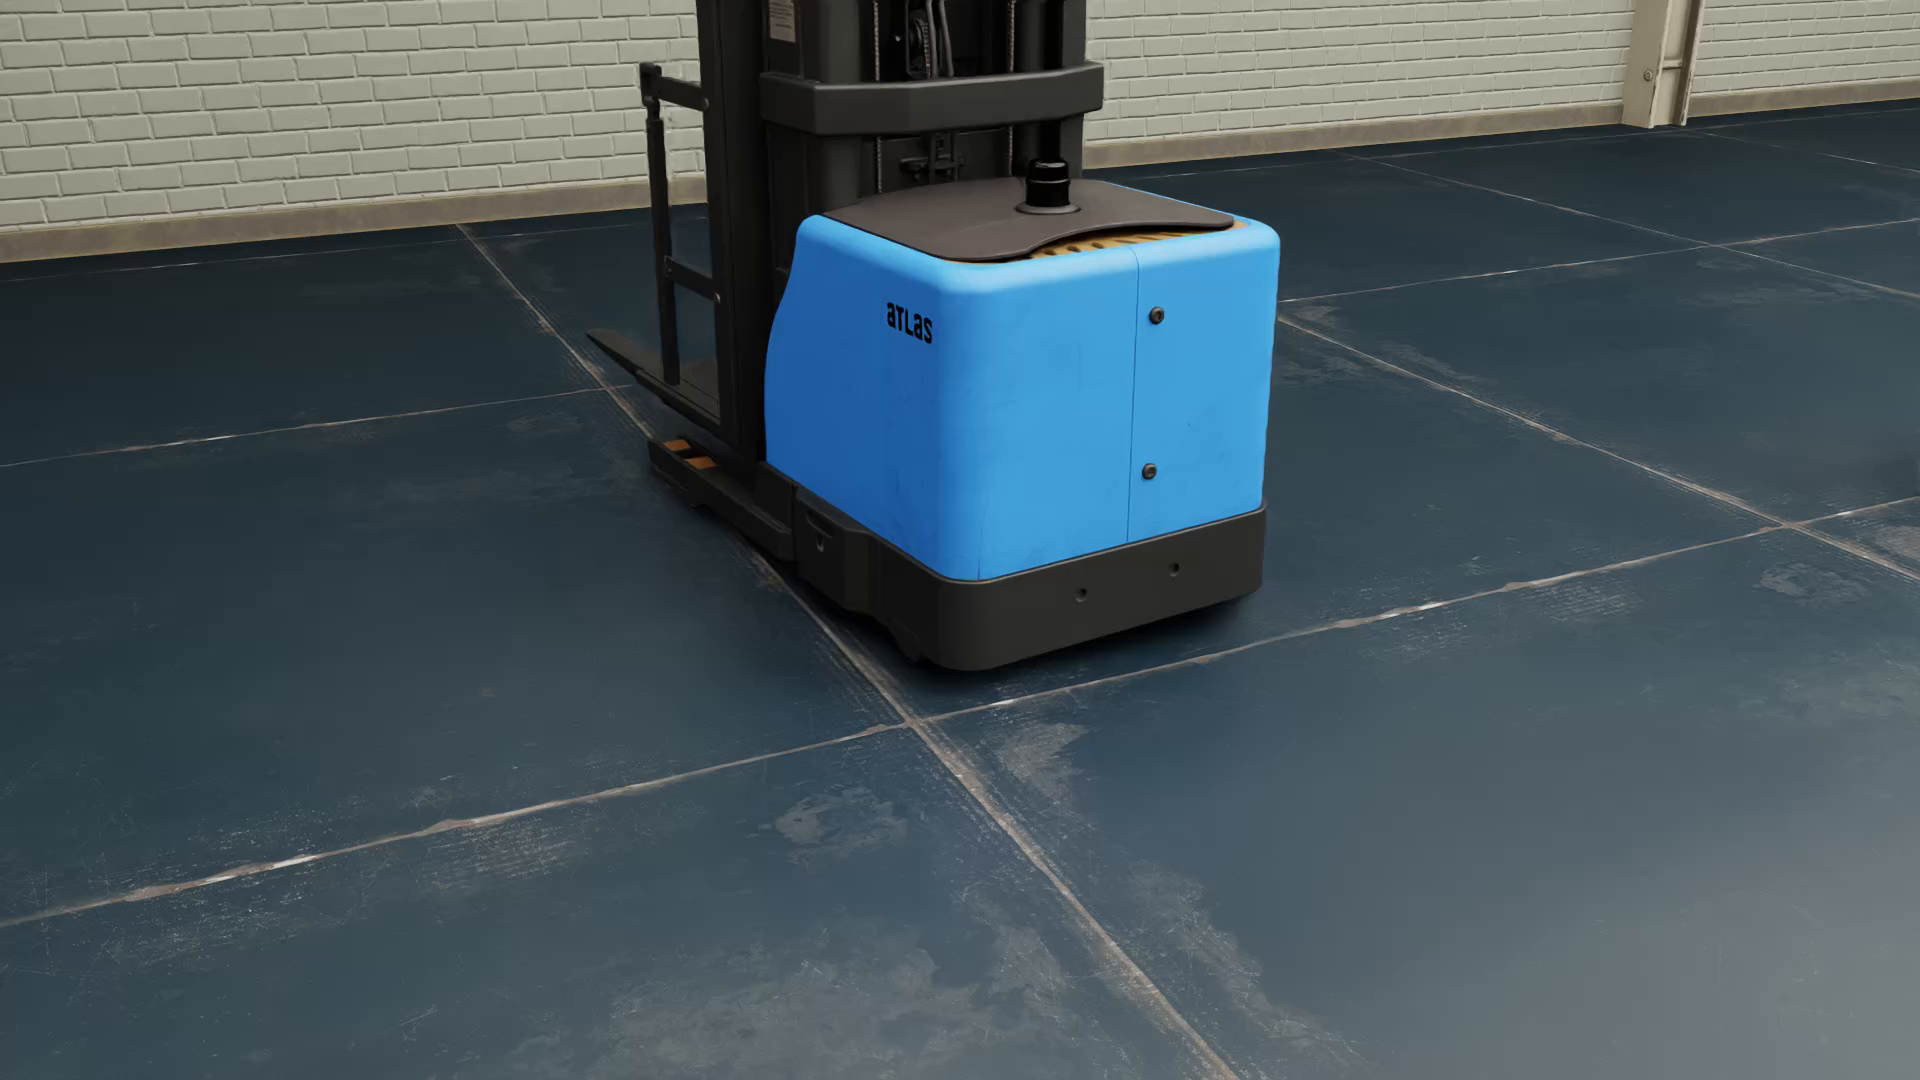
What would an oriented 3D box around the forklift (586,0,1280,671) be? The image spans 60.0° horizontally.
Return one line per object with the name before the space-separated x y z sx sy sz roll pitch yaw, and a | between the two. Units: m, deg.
forklift | -0.372 -1.543 5.001 1.130 2.935 3.031 -14 26 -30
